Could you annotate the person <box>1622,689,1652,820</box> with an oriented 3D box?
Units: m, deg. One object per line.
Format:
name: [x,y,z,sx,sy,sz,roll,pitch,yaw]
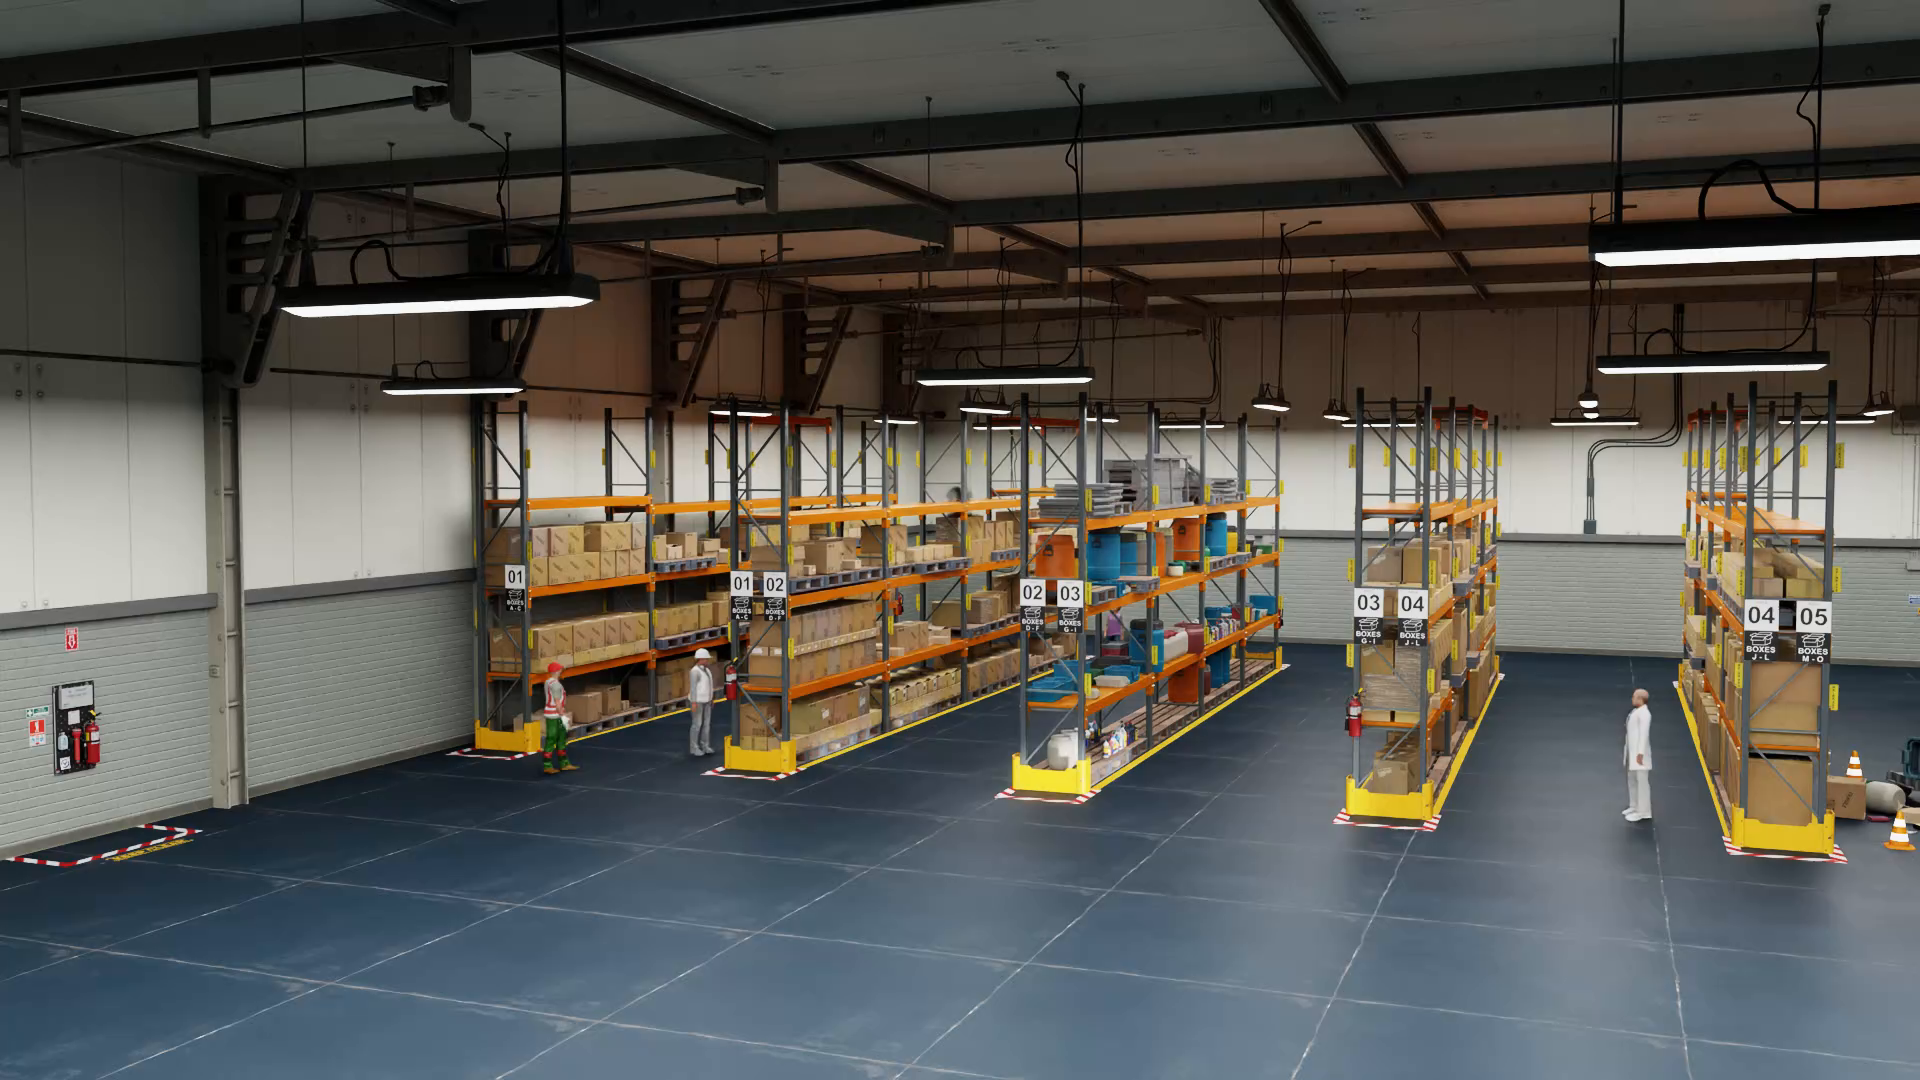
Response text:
person: [9.448,2.980,23.258,0.451,1.788,0.589,0,3,0]

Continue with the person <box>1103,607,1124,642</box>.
person: [3.705,2.280,39.891,0.472,1.549,0.823,1,3,19]

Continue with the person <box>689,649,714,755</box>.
person: [-4.379,2.736,28.197,0.412,1.790,0.557,1,3,23]

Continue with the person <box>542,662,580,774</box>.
person: [-6.383,2.829,26.512,0.559,1.790,0.591,0,3,-6]
